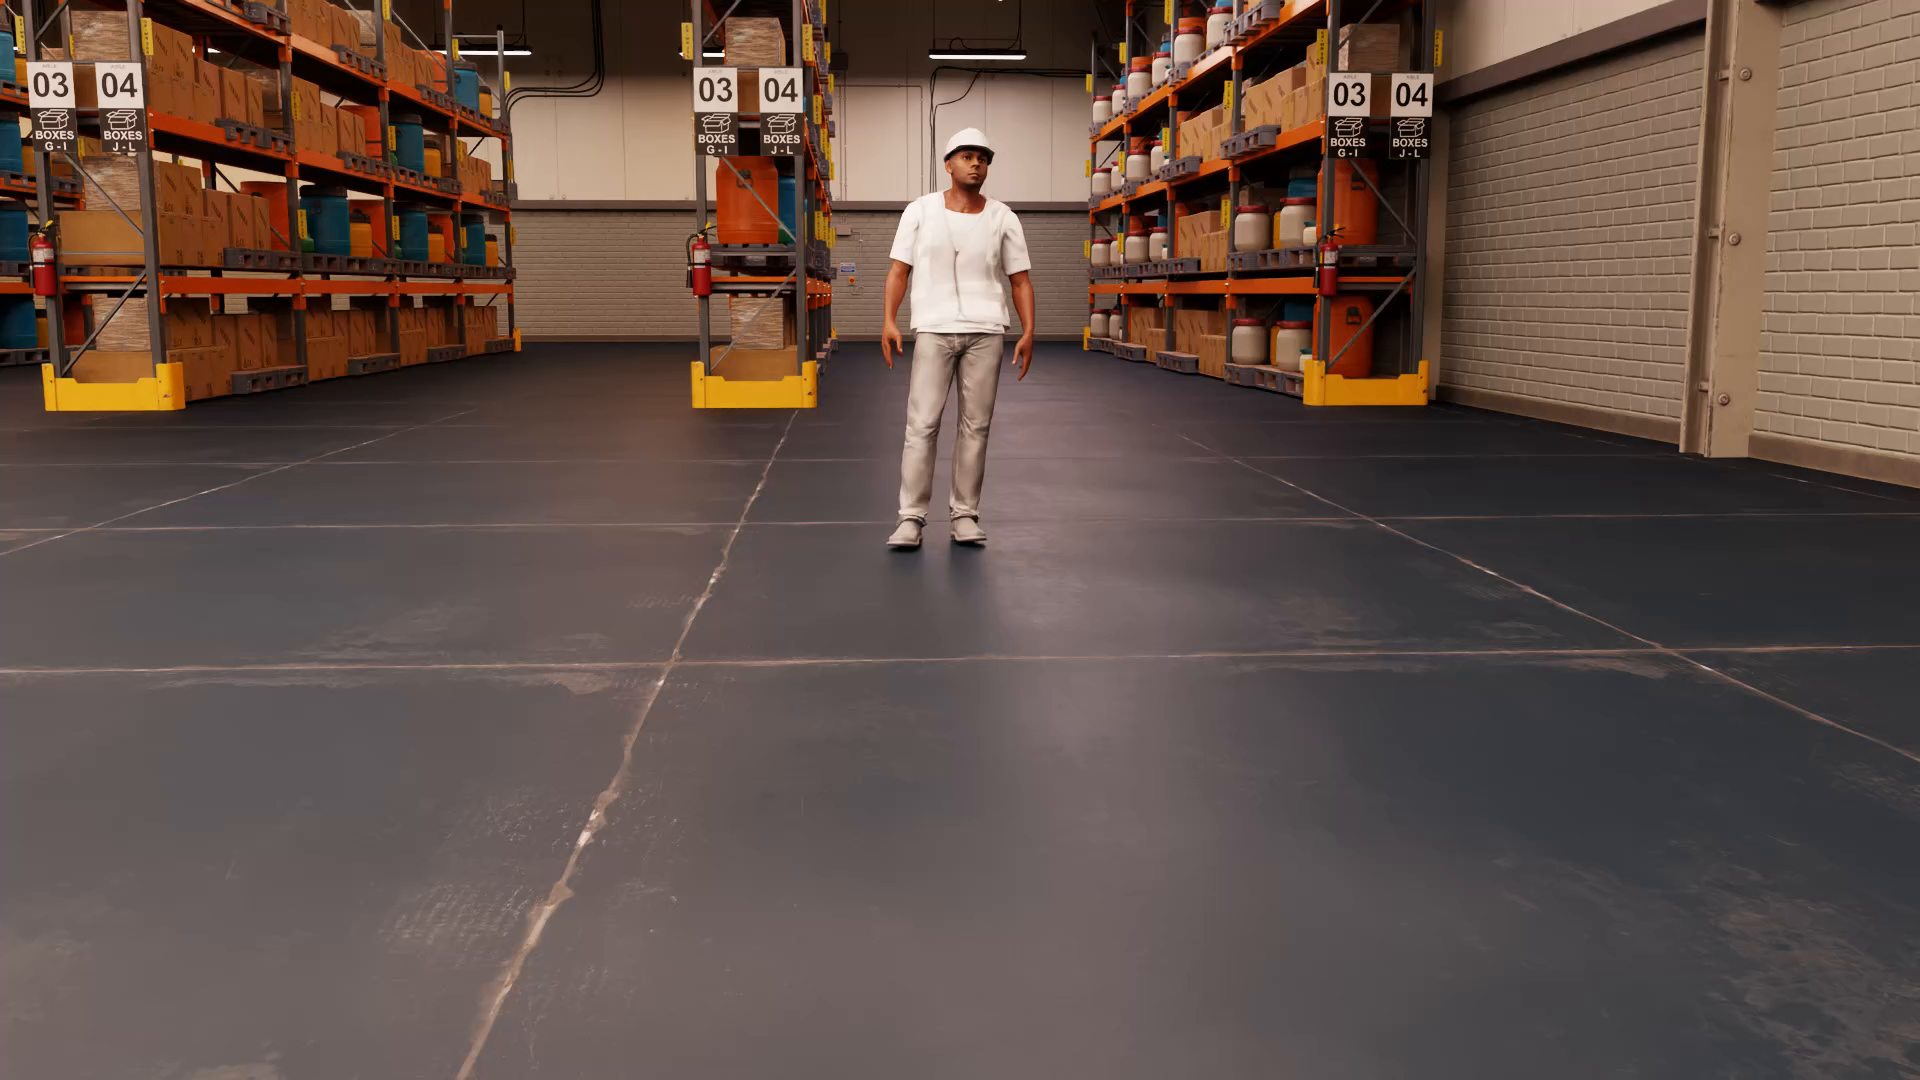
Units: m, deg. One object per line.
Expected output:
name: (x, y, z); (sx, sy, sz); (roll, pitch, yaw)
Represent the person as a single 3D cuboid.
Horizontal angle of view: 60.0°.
person: (-0.002, -0.871, 7.110); (0.665, 1.765, 0.577); (-1, 8, -4)
